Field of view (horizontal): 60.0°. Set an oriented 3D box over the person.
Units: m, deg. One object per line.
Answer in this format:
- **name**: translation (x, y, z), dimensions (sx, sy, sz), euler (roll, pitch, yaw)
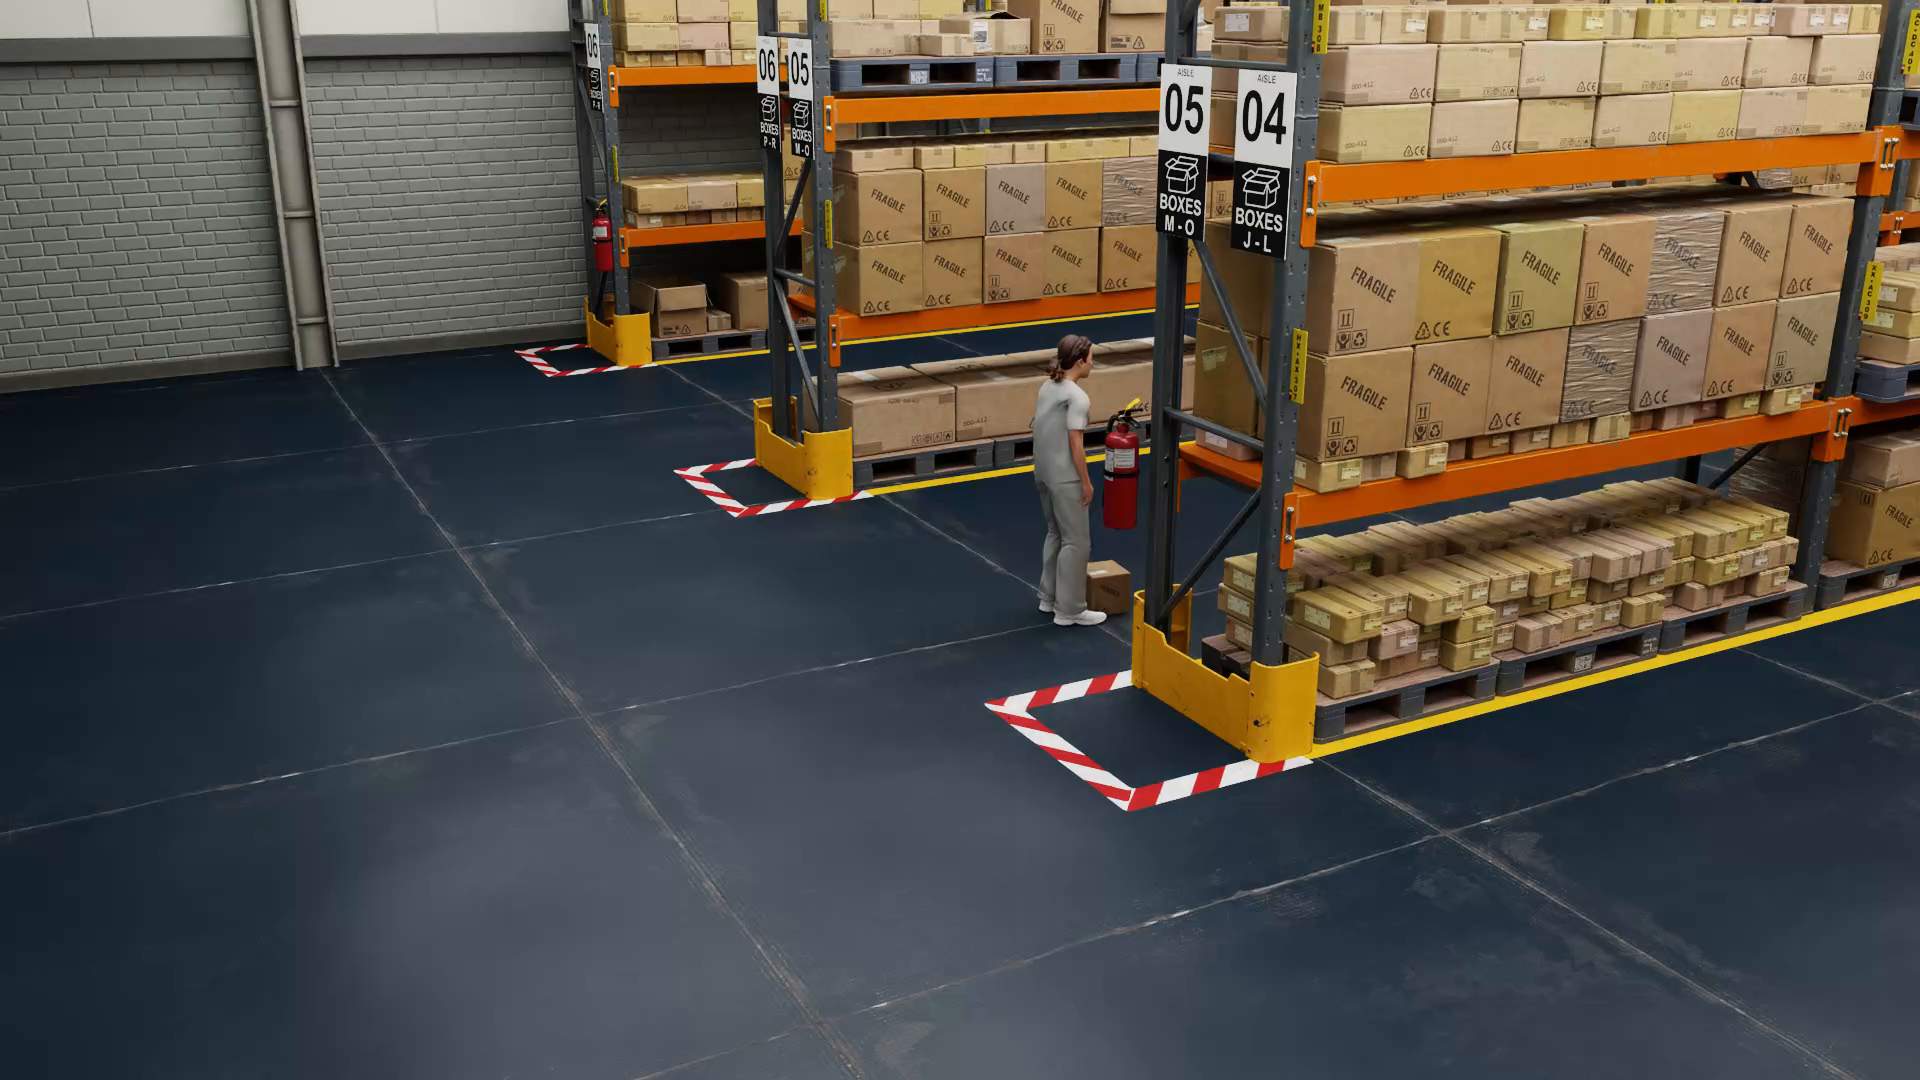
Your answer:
- **person**: translation (0.621, -0.354, 9.627), dimensions (0.370, 1.666, 0.514), euler (-8, 20, -22)
